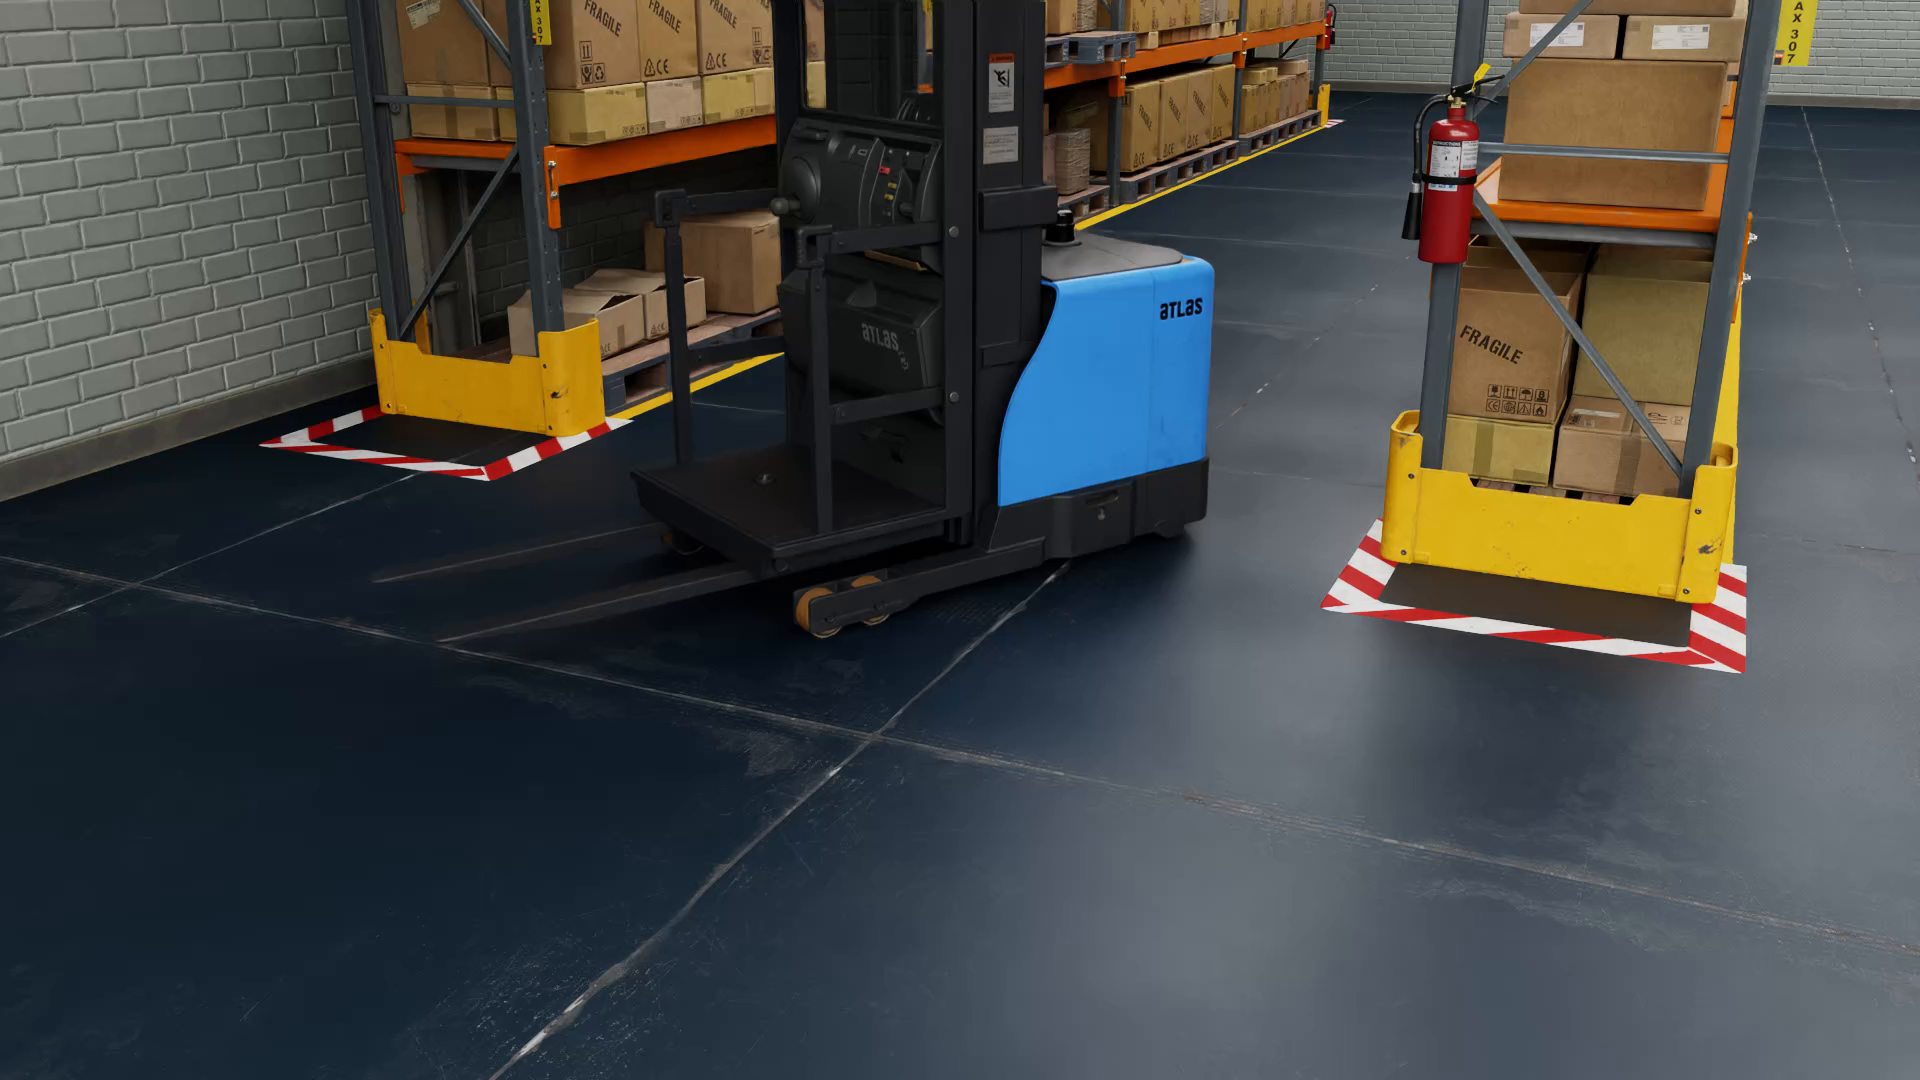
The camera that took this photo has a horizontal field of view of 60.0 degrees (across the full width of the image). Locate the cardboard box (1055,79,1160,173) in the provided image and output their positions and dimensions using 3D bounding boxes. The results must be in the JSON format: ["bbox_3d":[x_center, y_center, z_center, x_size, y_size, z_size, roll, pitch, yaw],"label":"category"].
[{"bbox_3d":[1.361,-3.838,15.365,0.750,0.750,0.750,8,21,22],"label":"cardboard box"}]

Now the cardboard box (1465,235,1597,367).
[{"bbox_3d":[2.530,-1.090,7.415,0.500,0.500,0.500,9,21,23],"label":"cardboard box"}]

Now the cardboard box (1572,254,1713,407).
[{"bbox_3d":[2.811,-0.864,6.779,0.500,0.500,0.500,9,21,23],"label":"cardboard box"}]

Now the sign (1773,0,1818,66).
[{"bbox_3d":[2.689,-1.689,5.331,0.100,0.325,0.005,9,21,23],"label":"sign"}]

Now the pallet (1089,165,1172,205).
[{"bbox_3d":[1.332,-3.363,15.609,1.003,0.211,1.213,9,21,23],"label":"pallet"}]

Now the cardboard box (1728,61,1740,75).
[{"bbox_3d":[5.345,-3.336,11.748,0.380,0.149,0.250,9,21,23],"label":"cardboard box"}]

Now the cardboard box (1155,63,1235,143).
[{"bbox_3d":[2.431,-4.637,17.613,0.750,0.750,0.750,9,21,23],"label":"cardboard box"}]

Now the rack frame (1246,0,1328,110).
[{"bbox_3d":[4.216,-6.892,21.370,1.000,3.000,0.127,9,21,23],"label":"rack frame"}]

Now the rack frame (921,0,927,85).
[{"bbox_3d":[-0.698,-3.223,11.055,1.000,3.000,0.127,9,21,23],"label":"rack frame"}]

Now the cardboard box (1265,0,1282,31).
[{"bbox_3d":[3.119,-6.196,18.967,0.980,0.700,0.700,8,21,21],"label":"cardboard box"}]

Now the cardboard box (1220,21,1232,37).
[{"bbox_3d":[2.617,-5.337,17.345,0.380,0.149,0.250,9,21,24],"label":"cardboard box"}]

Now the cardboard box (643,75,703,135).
[{"bbox_3d":[-1.646,-2.205,8.388,0.500,0.250,0.500,8,21,21],"label":"cardboard box"}]

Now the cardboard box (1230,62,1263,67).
[{"bbox_3d":[3.477,-5.746,20.285,0.380,0.149,0.250,9,21,23],"label":"cardboard box"}]

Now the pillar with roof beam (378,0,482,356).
[{"bbox_3d":[1.090,-4.569,5.886,9.100,9.000,0.400,9,21,23],"label":"pillar with roof beam"}]

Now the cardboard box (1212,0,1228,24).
[{"bbox_3d":[2.420,-5.532,16.926,0.500,0.500,0.500,9,21,23],"label":"cardboard box"}]

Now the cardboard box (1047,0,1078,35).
[{"bbox_3d":[0.553,-4.381,13.504,0.700,0.500,0.500,6,21,18],"label":"cardboard box"}]

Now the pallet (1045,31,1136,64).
[{"bbox_3d":[0.746,-4.123,13.872,1.213,0.211,1.003,9,21,23],"label":"pallet"}]

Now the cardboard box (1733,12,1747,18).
[{"bbox_3d":[2.648,-1.846,6.066,0.380,0.149,0.250,8,21,21],"label":"cardboard box"}]

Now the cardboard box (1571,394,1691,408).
[{"bbox_3d":[2.809,-0.511,6.906,0.500,0.250,0.500,9,21,23],"label":"cardboard box"}]

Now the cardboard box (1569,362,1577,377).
[{"bbox_3d":[2.532,-0.736,7.539,0.500,0.250,0.500,9,21,23],"label":"cardboard box"}]

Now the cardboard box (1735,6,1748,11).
[{"bbox_3d":[2.964,-2.081,6.726,0.380,0.149,0.250,8,21,21],"label":"cardboard box"}]

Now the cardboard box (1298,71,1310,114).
[{"bbox_3d":[4.021,-5.684,21.078,0.700,0.500,0.500,9,21,23],"label":"cardboard box"}]

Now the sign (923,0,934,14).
[{"bbox_3d":[-0.199,-3.559,10.708,0.100,0.325,0.005,9,21,23],"label":"sign"}]

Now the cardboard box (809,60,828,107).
[{"bbox_3d":[-1.018,-2.669,9.690,0.500,0.250,0.500,8,21,22],"label":"cardboard box"}]

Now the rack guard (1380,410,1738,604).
[{"bbox_3d":[2.176,-0.137,6.107,1.175,0.500,0.348,9,21,23],"label":"rack guard"}]

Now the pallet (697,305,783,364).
[{"bbox_3d":[-1.438,-1.325,9.879,1.003,0.211,1.213,9,21,23],"label":"pallet"}]

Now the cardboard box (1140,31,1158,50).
[{"bbox_3d":[1.584,-4.551,15.135,0.380,0.149,0.250,9,22,24],"label":"cardboard box"}]

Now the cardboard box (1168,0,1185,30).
[{"bbox_3d":[1.800,-5.066,15.615,0.500,0.500,0.500,8,21,22],"label":"cardboard box"}]

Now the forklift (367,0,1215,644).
[{"bbox_3d":[-0.525,-1.254,5.621,3.031,2.935,1.130,-14,24,-33],"label":"forklift"}]

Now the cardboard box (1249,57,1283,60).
[{"bbox_3d":[3.890,-6.055,21.154,0.380,0.149,0.250,9,21,23],"label":"cardboard box"}]

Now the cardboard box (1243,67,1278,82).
[{"bbox_3d":[3.498,-5.448,19.448,0.380,0.149,0.250,8,21,21],"label":"cardboard box"}]

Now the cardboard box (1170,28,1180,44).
[{"bbox_3d":[1.905,-4.876,16.049,0.380,0.149,0.250,9,21,23],"label":"cardboard box"}]

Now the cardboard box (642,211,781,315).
[{"bbox_3d":[-1.391,-1.621,9.624,0.700,0.500,0.500,7,21,19],"label":"cardboard box"}]

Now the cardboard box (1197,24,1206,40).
[{"bbox_3d":[2.254,-5.110,16.705,0.380,0.149,0.250,9,21,23],"label":"cardboard box"}]

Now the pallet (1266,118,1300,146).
[{"bbox_3d":[3.459,-4.951,20.075,1.003,0.211,1.213,9,21,23],"label":"pallet"}]

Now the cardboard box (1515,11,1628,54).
[{"bbox_3d":[2.274,-1.898,6.211,0.380,0.149,0.250,9,22,24],"label":"cardboard box"}]

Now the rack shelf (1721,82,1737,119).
[{"bbox_3d":[4.642,-2.817,10.987,1.077,0.370,4.000,9,21,23],"label":"rack shelf"}]

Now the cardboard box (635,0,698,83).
[{"bbox_3d":[-1.654,-2.547,8.229,0.500,0.500,0.500,9,21,23],"label":"cardboard box"}]

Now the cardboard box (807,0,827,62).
[{"bbox_3d":[-1.024,-3.022,9.566,0.500,0.500,0.500,8,21,21],"label":"cardboard box"}]

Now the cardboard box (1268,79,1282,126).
[{"bbox_3d":[3.399,-5.213,19.755,0.700,0.500,0.500,9,22,24],"label":"cardboard box"}]

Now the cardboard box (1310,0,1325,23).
[{"bbox_3d":[4.017,-6.876,20.878,0.980,0.700,0.700,10,22,25],"label":"cardboard box"}]

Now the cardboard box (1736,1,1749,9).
[{"bbox_3d":[3.280,-2.315,7.385,0.380,0.149,0.250,9,22,24],"label":"cardboard box"}]

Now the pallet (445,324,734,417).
[{"bbox_3d":[-1.939,-0.953,8.834,1.003,0.211,1.213,9,21,23],"label":"pallet"}]

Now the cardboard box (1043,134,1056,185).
[{"bbox_3d":[0.376,-3.107,13.802,0.700,0.500,0.500,9,21,23],"label":"cardboard box"}]

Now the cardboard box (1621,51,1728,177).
[{"bbox_3d":[2.599,-1.671,6.542,0.700,0.500,0.500,9,22,24],"label":"cardboard box"}]

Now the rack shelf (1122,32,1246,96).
[{"bbox_3d":[1.759,-4.718,16.333,1.077,0.370,4.000,9,21,23],"label":"rack shelf"}]
